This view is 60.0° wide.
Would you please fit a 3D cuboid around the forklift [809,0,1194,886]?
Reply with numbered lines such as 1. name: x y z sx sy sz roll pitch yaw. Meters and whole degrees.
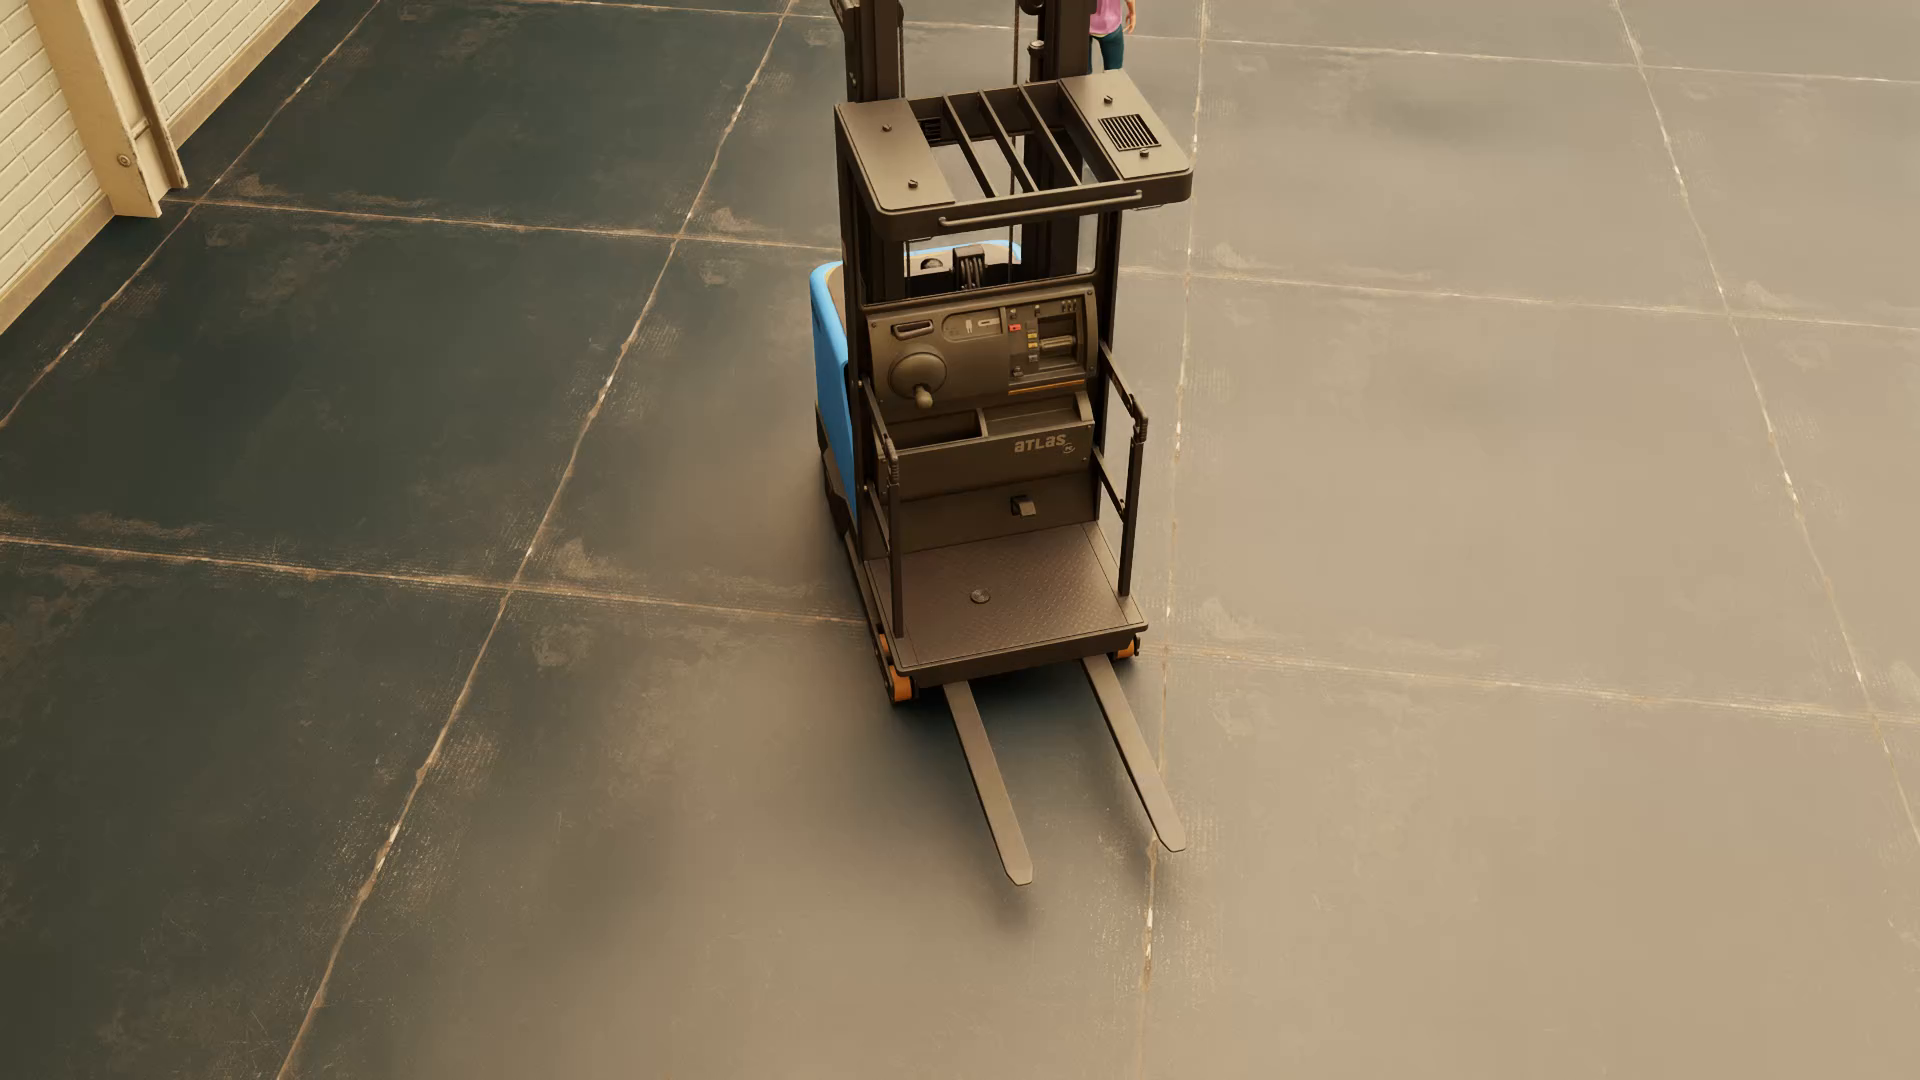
1. forklift: 0.153 -0.681 6.465 1.130 2.935 3.031 -10 44 -11

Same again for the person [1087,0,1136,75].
1. person: 0.836 -3.202 10.188 0.520 1.594 0.475 6 43 6
